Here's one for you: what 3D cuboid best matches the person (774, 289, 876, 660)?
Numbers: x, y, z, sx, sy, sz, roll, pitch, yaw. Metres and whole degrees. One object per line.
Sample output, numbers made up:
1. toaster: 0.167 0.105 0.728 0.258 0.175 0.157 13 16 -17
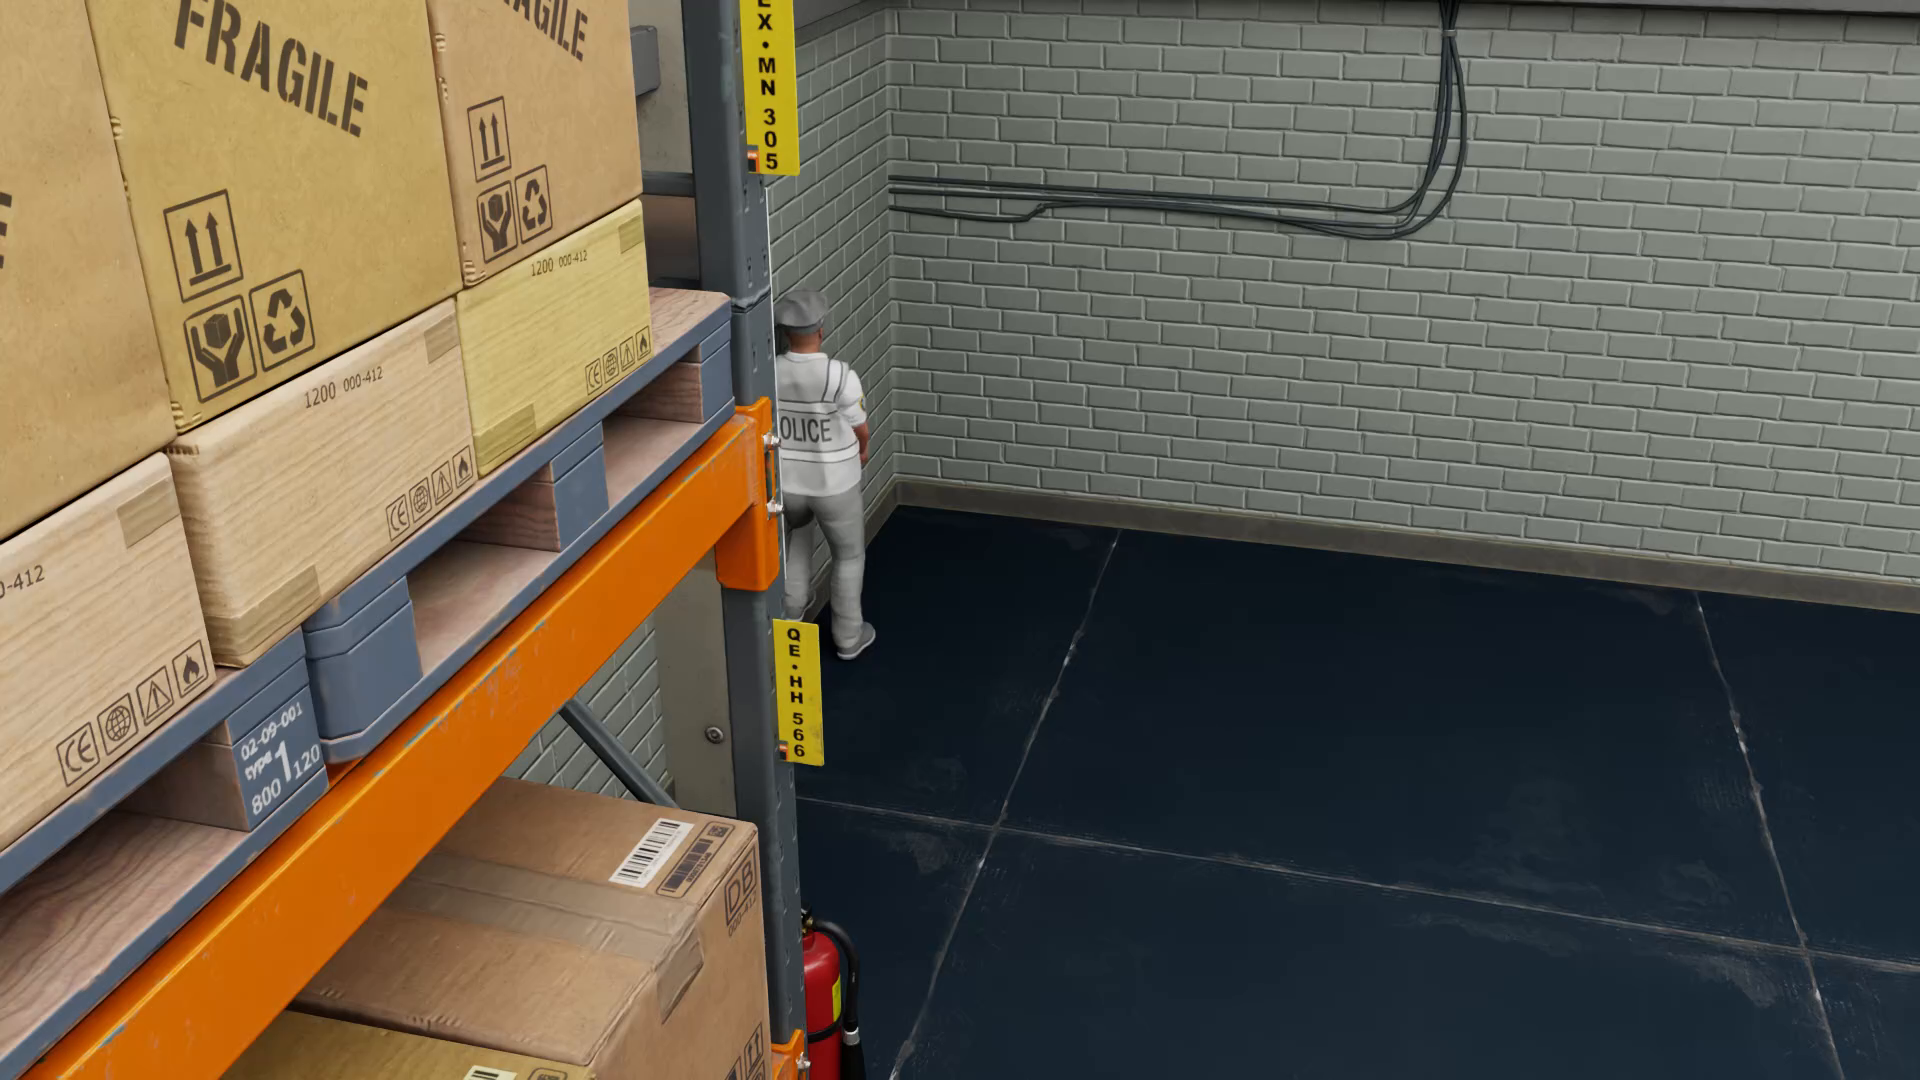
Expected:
1. person: -0.656 -0.317 7.742 0.518 1.775 0.550 6 26 13
